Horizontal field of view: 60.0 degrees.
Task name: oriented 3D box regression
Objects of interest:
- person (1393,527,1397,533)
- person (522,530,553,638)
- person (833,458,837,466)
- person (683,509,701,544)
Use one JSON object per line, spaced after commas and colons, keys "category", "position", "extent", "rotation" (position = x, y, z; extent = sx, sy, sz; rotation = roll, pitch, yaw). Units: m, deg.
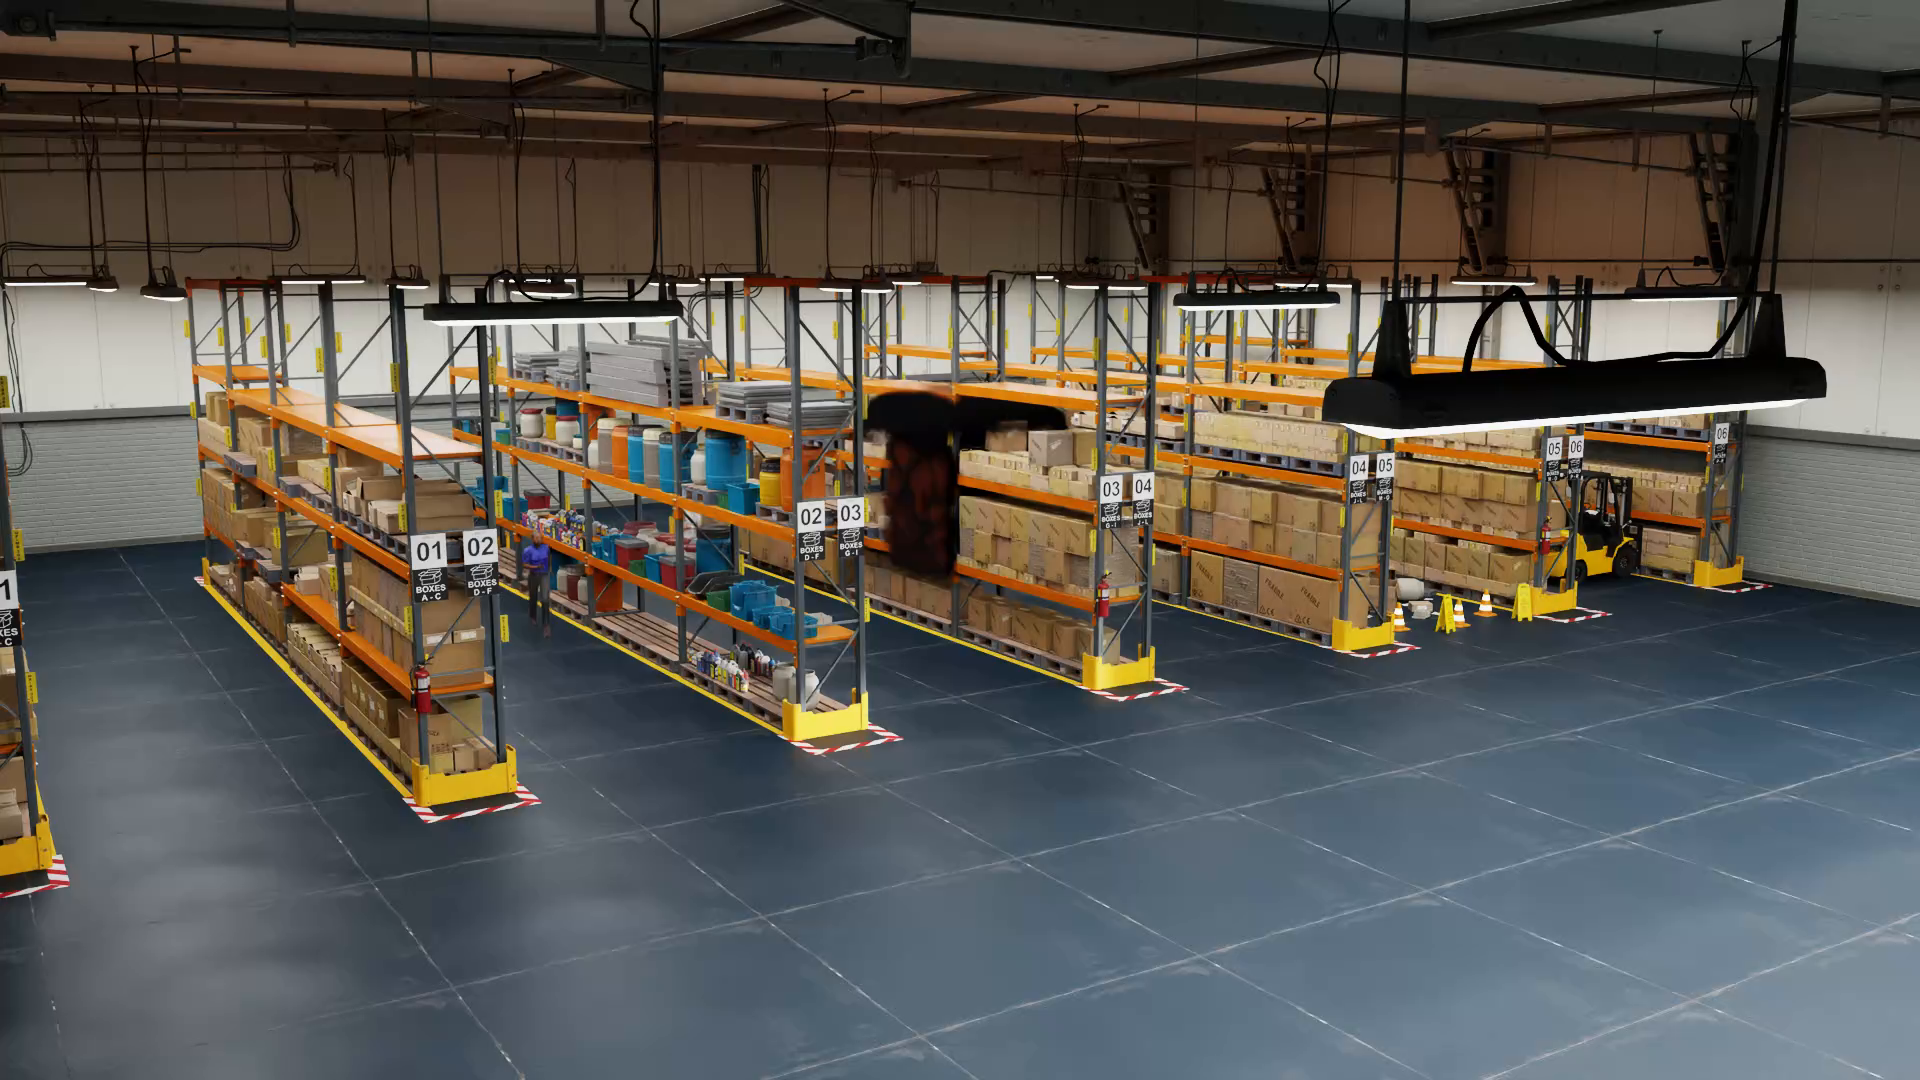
{"category": "person", "position": [9.236, -0.386, 35.463], "extent": [0.613, 1.638, 0.639], "rotation": [-7, 12, -37]}
{"category": "person", "position": [-6.947, 0.703, 27.402], "extent": [0.521, 1.752, 0.820], "rotation": [-4, 10, -23]}
{"category": "person", "position": [-2.942, -1.132, 39.499], "extent": [0.710, 1.761, 0.637], "rotation": [-5, 11, -28]}
{"category": "person", "position": [-5.021, 0.012, 31.179], "extent": [0.638, 1.884, 0.824], "rotation": [-8, 12, -38]}
